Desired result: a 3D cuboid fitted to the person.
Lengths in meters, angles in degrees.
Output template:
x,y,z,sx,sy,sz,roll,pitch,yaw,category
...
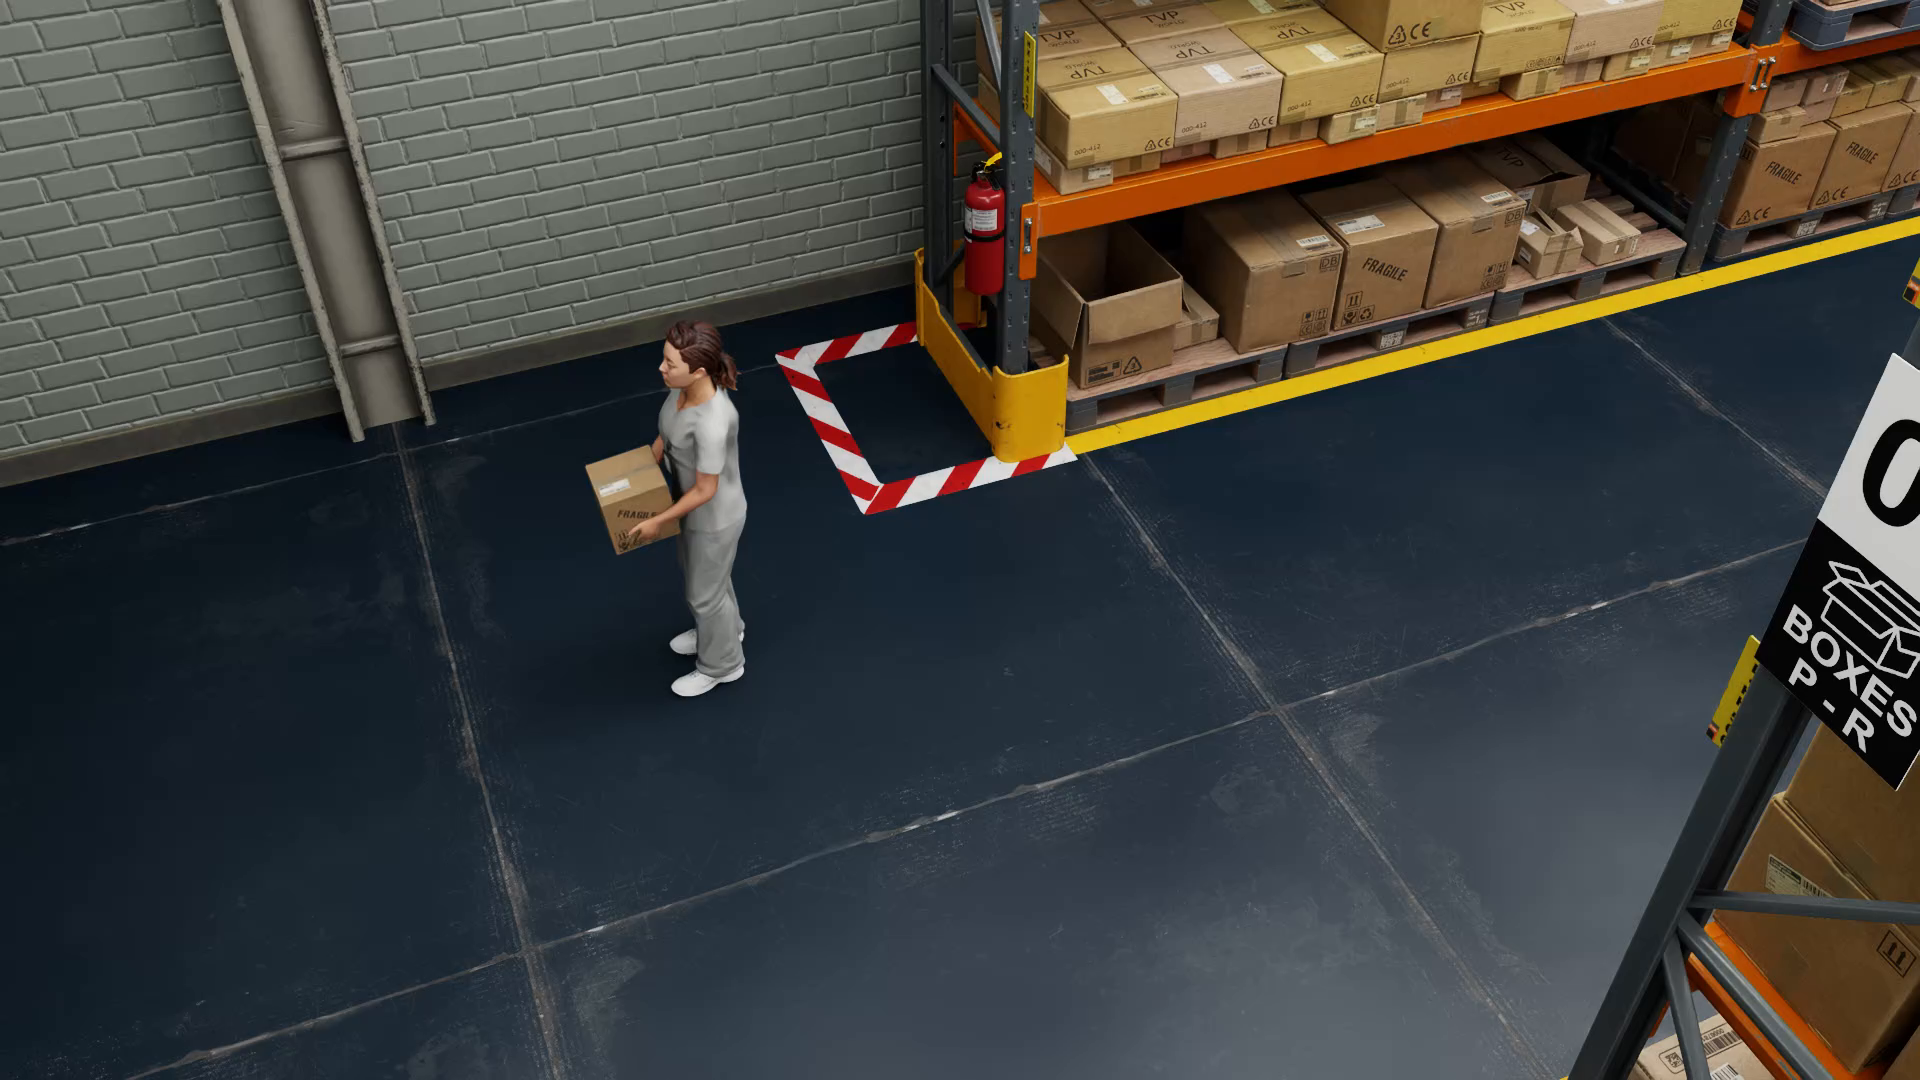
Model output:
x,y,z,sx,sy,sz,roll,pitch,yaw,category
-1.022,-0.101,6.272,0.515,1.674,0.460,-16,44,-17,person
